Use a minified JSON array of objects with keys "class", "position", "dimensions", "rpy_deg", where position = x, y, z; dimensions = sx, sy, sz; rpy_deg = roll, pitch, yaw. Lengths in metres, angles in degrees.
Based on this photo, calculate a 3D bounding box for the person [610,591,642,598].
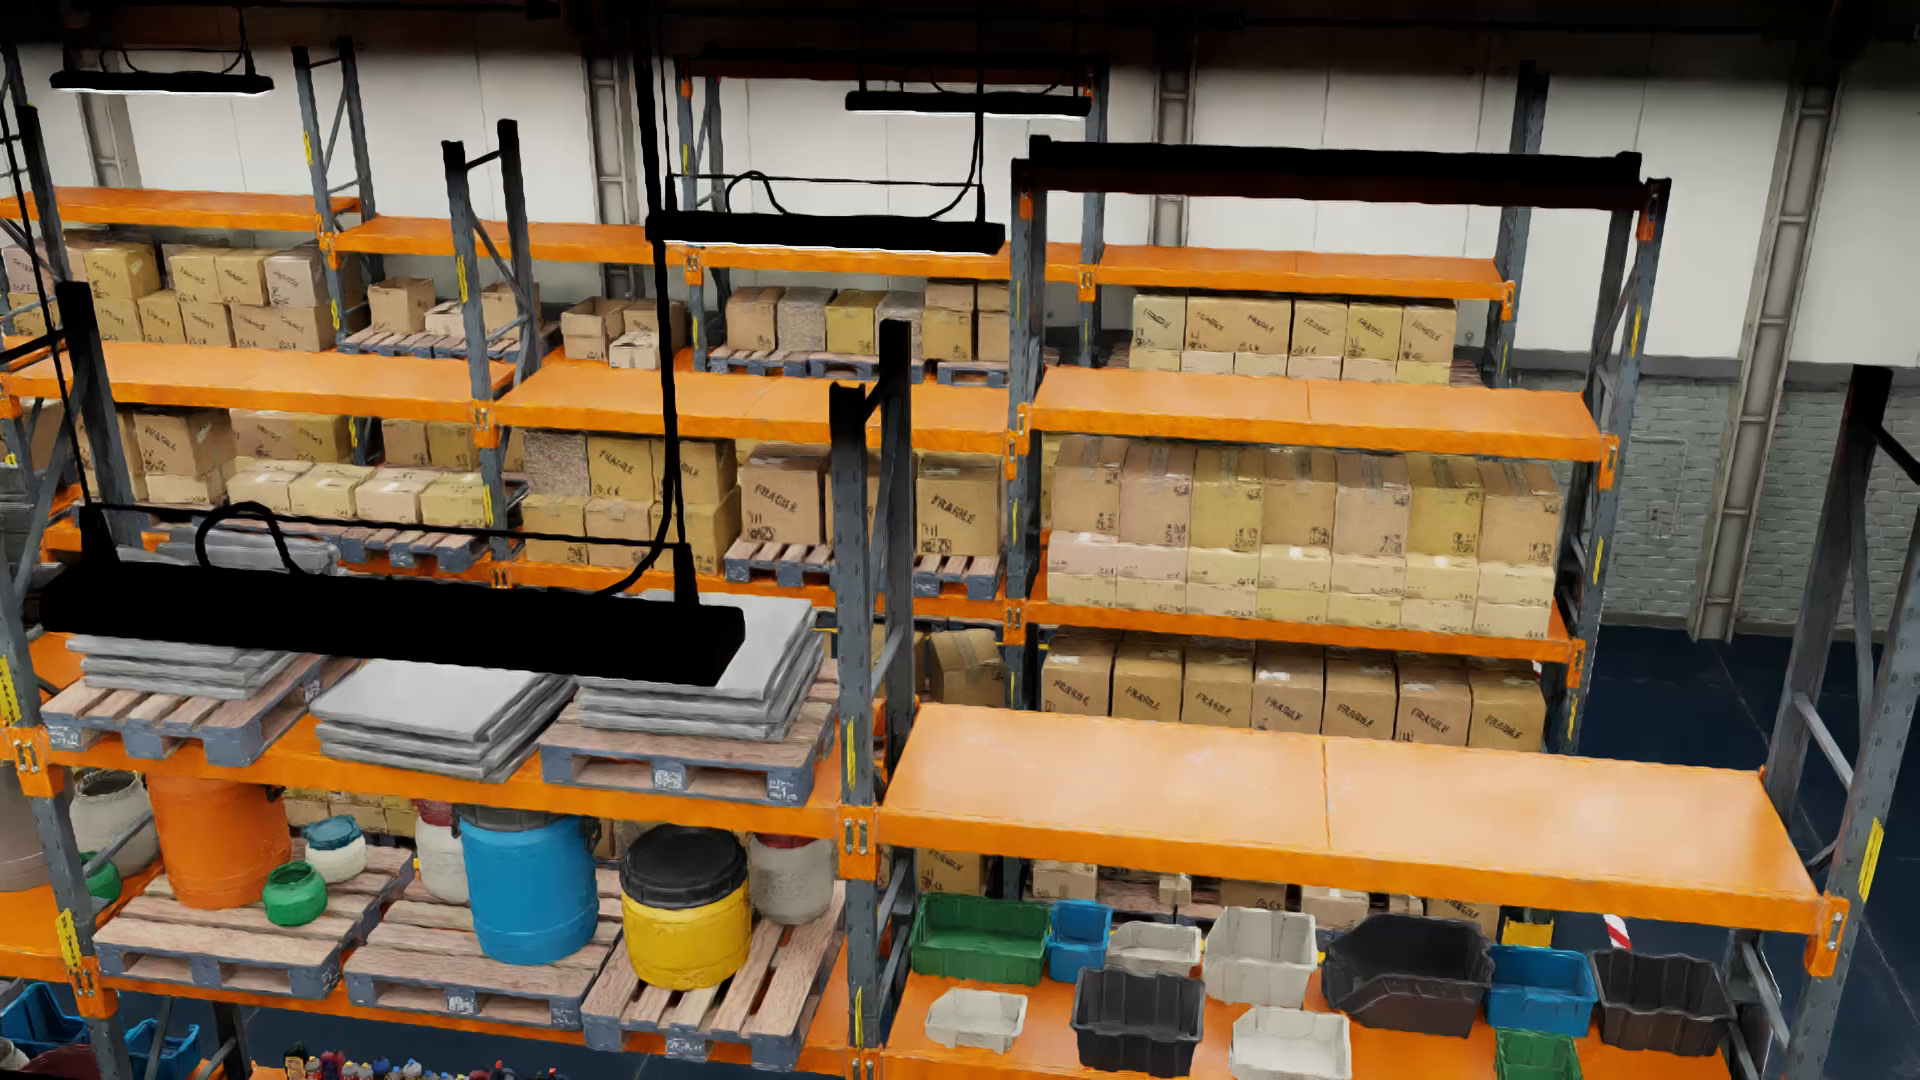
[{"class":"person","position":[-3.075,0.961,15.952],"dimensions":[0.579,1.658,0.445],"rpy_deg":[-8,24,-18]}]
